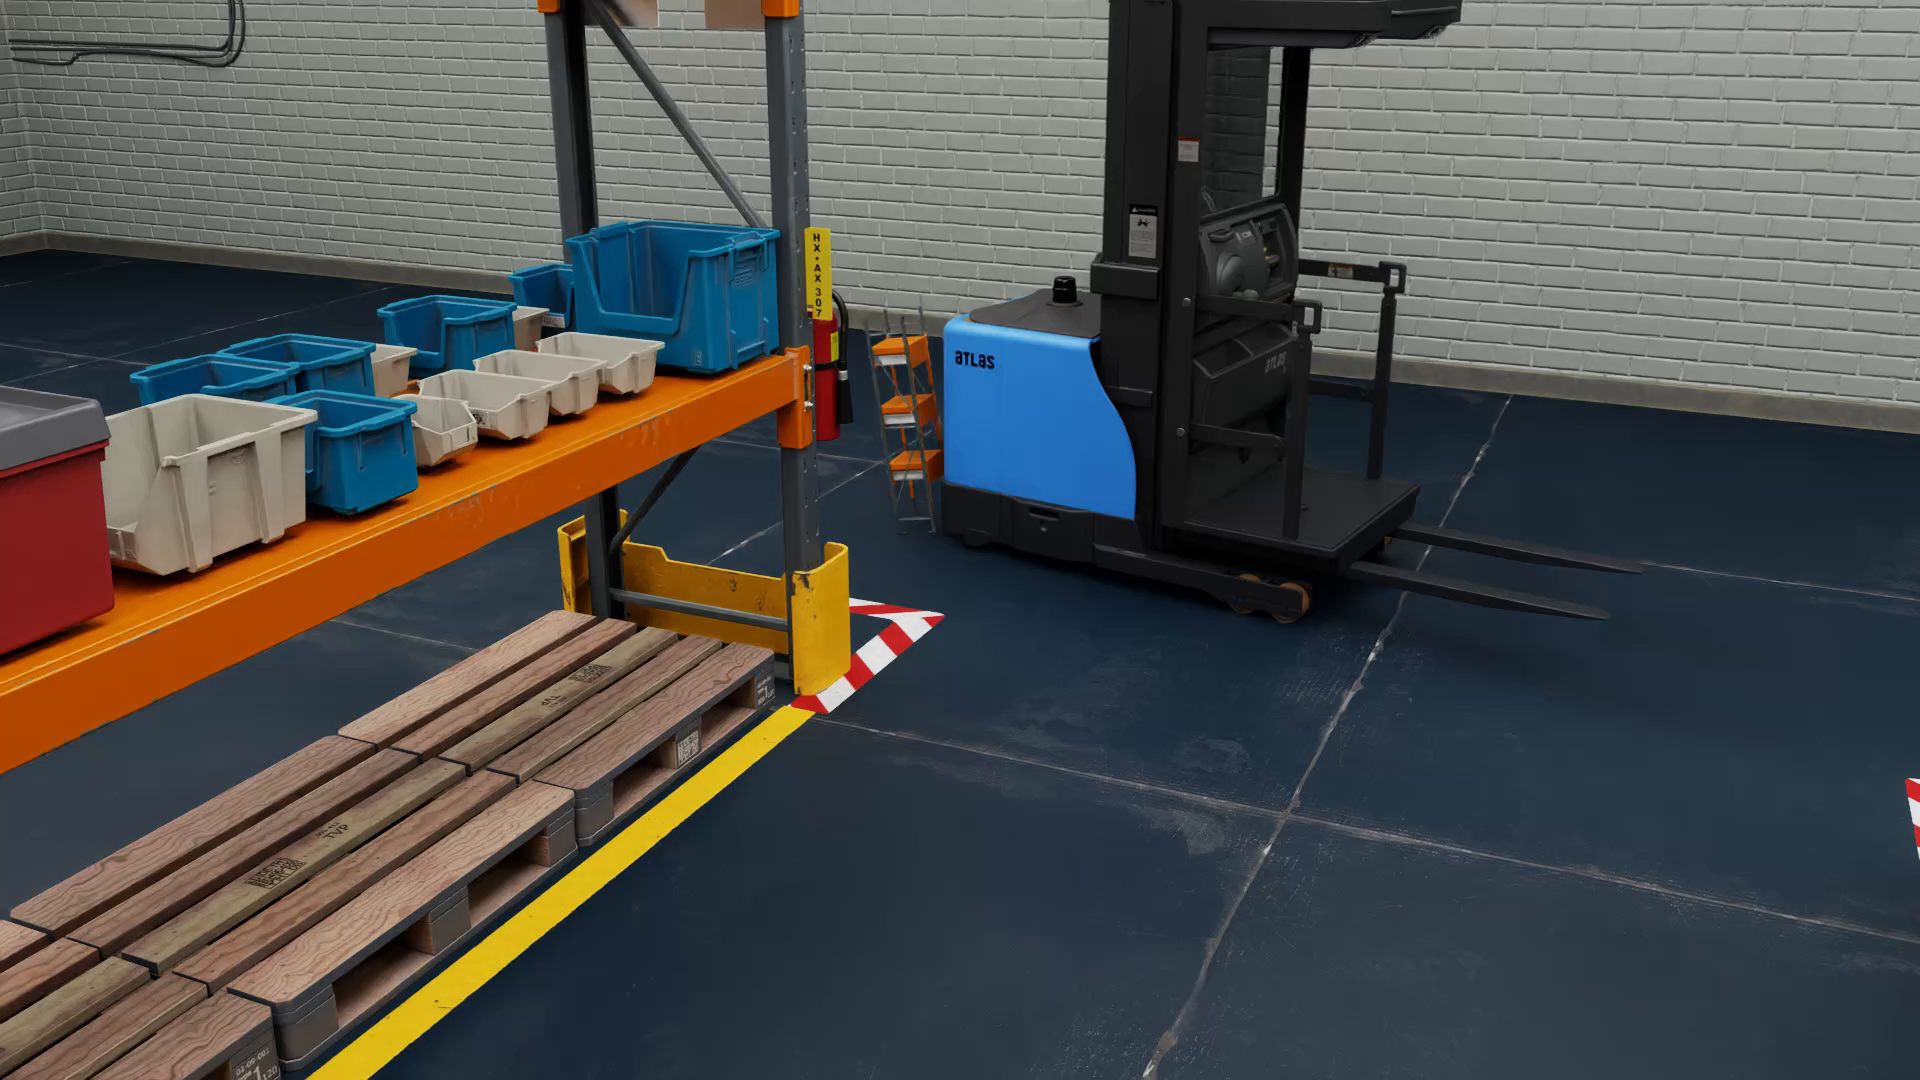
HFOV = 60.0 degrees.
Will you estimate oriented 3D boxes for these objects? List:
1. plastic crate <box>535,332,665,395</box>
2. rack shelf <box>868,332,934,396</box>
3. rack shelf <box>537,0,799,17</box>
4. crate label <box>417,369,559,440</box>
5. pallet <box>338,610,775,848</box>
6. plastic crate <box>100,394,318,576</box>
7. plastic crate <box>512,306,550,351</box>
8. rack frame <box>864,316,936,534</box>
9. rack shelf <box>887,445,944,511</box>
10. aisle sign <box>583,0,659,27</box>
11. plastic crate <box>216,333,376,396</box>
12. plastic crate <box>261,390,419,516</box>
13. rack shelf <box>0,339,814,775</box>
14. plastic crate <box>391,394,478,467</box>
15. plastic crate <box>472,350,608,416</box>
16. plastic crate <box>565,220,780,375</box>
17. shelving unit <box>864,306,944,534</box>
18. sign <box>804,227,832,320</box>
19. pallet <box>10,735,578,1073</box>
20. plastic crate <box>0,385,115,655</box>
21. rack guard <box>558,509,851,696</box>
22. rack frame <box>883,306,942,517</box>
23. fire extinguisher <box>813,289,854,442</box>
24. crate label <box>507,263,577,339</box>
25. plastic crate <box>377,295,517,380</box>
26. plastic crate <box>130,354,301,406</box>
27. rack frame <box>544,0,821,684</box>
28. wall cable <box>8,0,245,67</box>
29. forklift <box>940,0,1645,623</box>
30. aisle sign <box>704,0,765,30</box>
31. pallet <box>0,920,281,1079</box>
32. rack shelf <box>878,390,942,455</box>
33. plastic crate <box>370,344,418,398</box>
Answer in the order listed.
[{"bbox_3d":[-1.180,-0.568,5.394,0.396,0.136,0.243,9,21,23],"label":"plastic crate"},{"bbox_3d":[-0.280,-0.830,7.895,0.215,0.259,0.240,-2,18,21],"label":"rack shelf"},{"bbox_3d":[-1.830,-1.401,4.029,1.077,0.370,4.000,9,21,23],"label":"rack shelf"},{"bbox_3d":[-1.403,-0.393,4.901,0.396,0.136,0.243,9,21,23],"label":"crate label"},{"bbox_3d":[-1.384,0.622,5.904,1.003,0.211,1.213,9,21,23],"label":"pallet"},{"bbox_3d":[-1.855,-0.129,3.943,0.437,0.282,0.530,9,21,23],"label":"plastic crate"},{"bbox_3d":[-1.619,-0.725,5.835,0.250,0.136,0.298,9,21,23],"label":"plastic crate"},{"bbox_3d":[-0.282,-0.533,7.864,0.200,1.050,0.008,-2,18,21],"label":"rack frame"},{"bbox_3d":[-0.202,-0.297,8.054,0.215,0.259,0.240,-2,18,21],"label":"rack shelf"},{"bbox_3d":[-1.252,-2.226,5.871,0.394,0.787,0.004,9,21,23],"label":"aisle sign"},{"bbox_3d":[-1.951,-0.455,4.931,0.416,0.233,0.300,9,21,23],"label":"plastic crate"},{"bbox_3d":[-1.618,-0.225,4.284,0.416,0.233,0.300,9,21,23],"label":"plastic crate"},{"bbox_3d":[-1.830,0.012,4.532,1.077,0.370,4.000,9,21,23],"label":"rack shelf"},{"bbox_3d":[-1.507,-0.300,4.640,0.298,0.136,0.250,9,21,23],"label":"plastic crate"},{"bbox_3d":[-1.311,-0.481,5.150,0.396,0.136,0.243,9,21,23],"label":"plastic crate"},{"bbox_3d":[-0.978,-0.855,5.754,0.616,0.435,0.499,9,21,23],"label":"plastic crate"},{"bbox_3d":[-0.242,-0.571,7.972,0.215,1.050,0.252,-2,18,21],"label":"shelving unit"},{"bbox_3d":[-0.502,-0.945,5.905,0.100,0.325,0.005,9,21,23],"label":"sign"},{"bbox_3d":[-1.885,0.994,4.859,1.003,0.211,1.213,9,21,23],"label":"pallet"},{"bbox_3d":[-2.054,-0.012,3.342,0.402,0.464,0.583,9,21,23],"label":"plastic crate"},{"bbox_3d":[-1.013,0.230,6.575,1.175,0.500,0.348,9,21,23],"label":"rack guard"},{"bbox_3d":[-0.202,-0.609,8.081,0.200,1.050,0.008,-2,18,21],"label":"rack frame"},{"bbox_3d":[-0.534,-0.710,6.160,0.296,0.674,0.183,9,21,23],"label":"fire extinguisher"},{"bbox_3d":[-1.412,-0.857,6.063,0.416,0.233,0.303,9,21,23],"label":"crate label"},{"bbox_3d":[-1.682,-0.656,5.497,0.416,0.233,0.300,9,21,23],"label":"plastic crate"},{"bbox_3d":[-2.074,-0.363,4.673,0.416,0.233,0.300,9,21,23],"label":"plastic crate"},{"bbox_3d":[-1.011,-0.938,6.130,1.000,3.000,0.127,9,21,23],"label":"rack frame"},{"bbox_3d":[-7.407,-5.341,14.192,3.097,2.526,0.112,9,21,23],"label":"wall cable"},{"bbox_3d":[1.421,-1.236,7.069,3.031,2.935,1.130,12,23,31],"label":"forklift"},{"bbox_3d":[-0.714,-2.145,5.644,0.394,0.787,0.004,9,21,23],"label":"aisle sign"},{"bbox_3d":[-2.383,1.368,3.806,1.003,0.211,1.213,9,21,23],"label":"pallet"},{"bbox_3d":[-0.241,-0.561,7.975,0.215,0.259,0.240,-2,18,21],"label":"rack shelf"},{"bbox_3d":[-1.897,-0.518,5.252,0.250,0.136,0.298,9,21,23],"label":"plastic crate"}]
